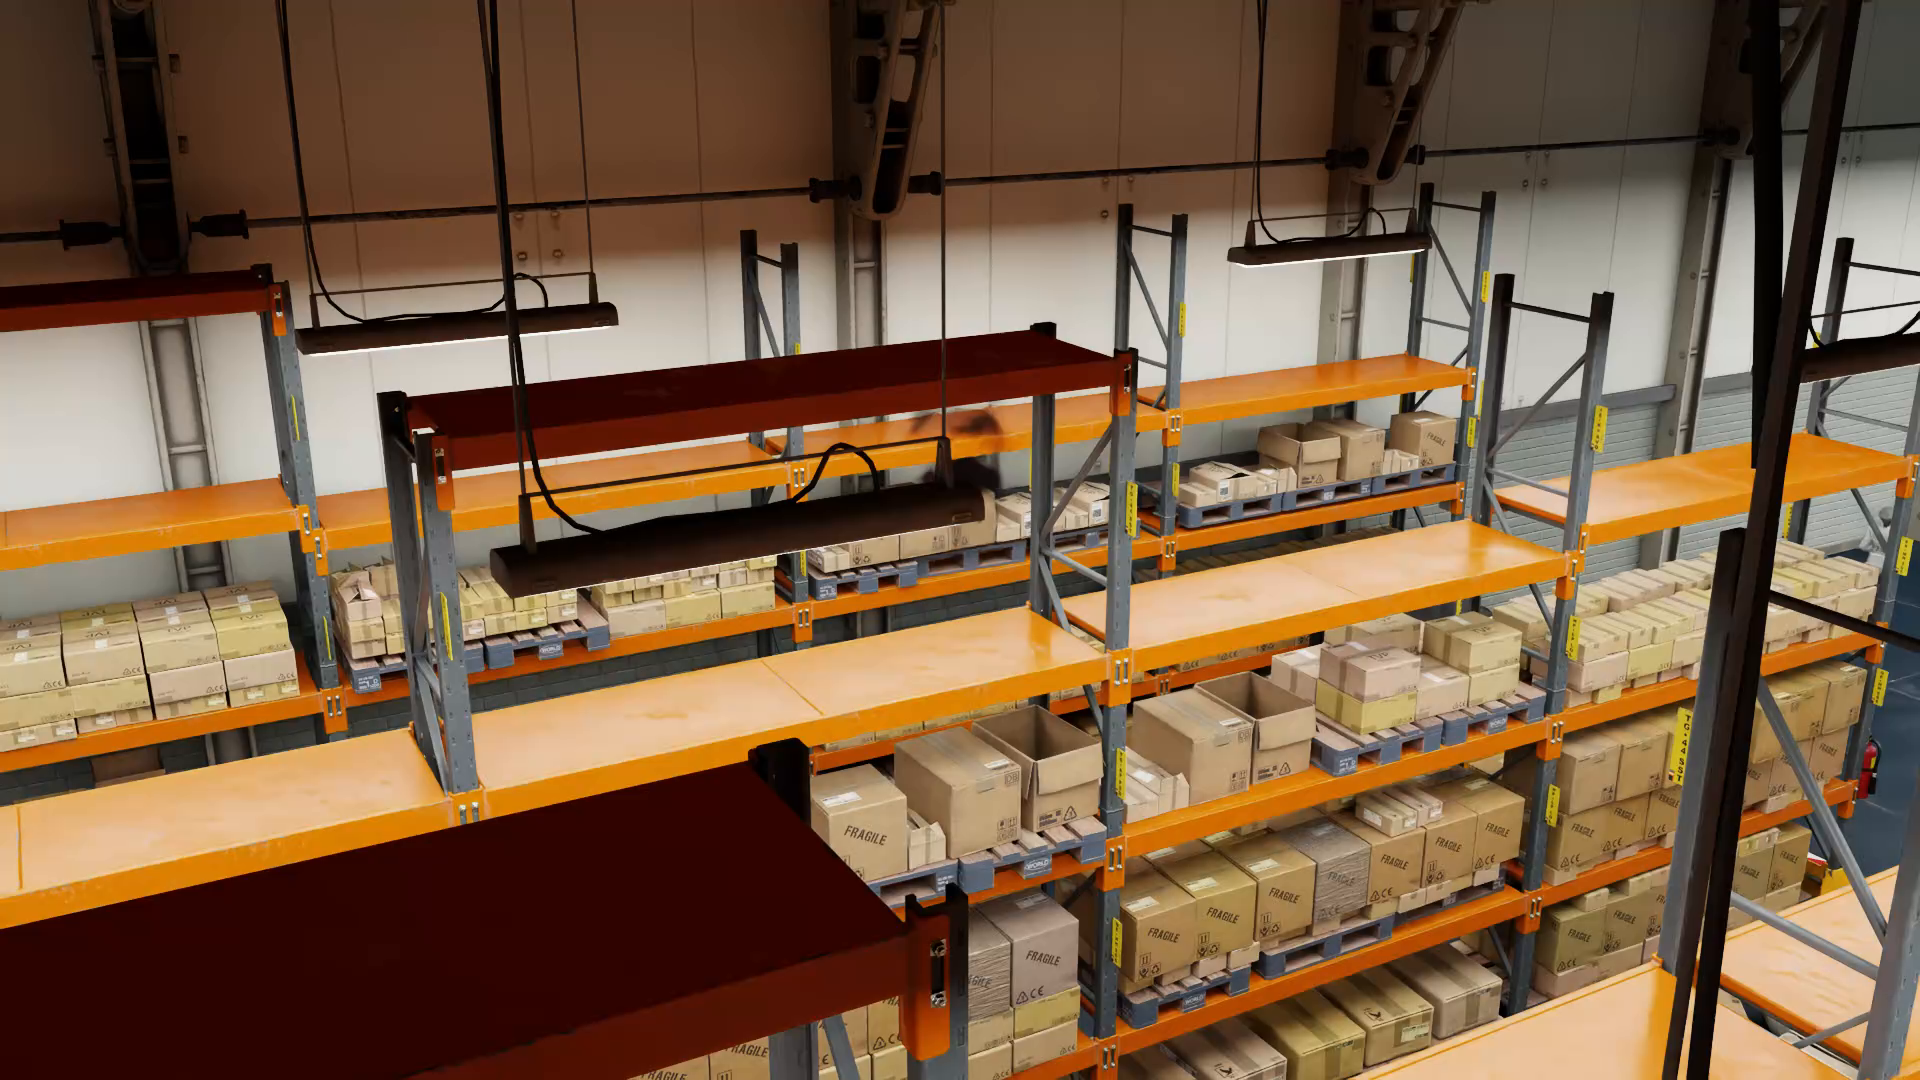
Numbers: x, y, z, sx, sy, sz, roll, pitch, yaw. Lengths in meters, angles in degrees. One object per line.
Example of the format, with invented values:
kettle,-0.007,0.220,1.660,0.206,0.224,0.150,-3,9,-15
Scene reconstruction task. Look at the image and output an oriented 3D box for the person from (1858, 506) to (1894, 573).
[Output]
person,12.010,0.388,21.707,0.843,1.696,0.618,-14,23,-37
